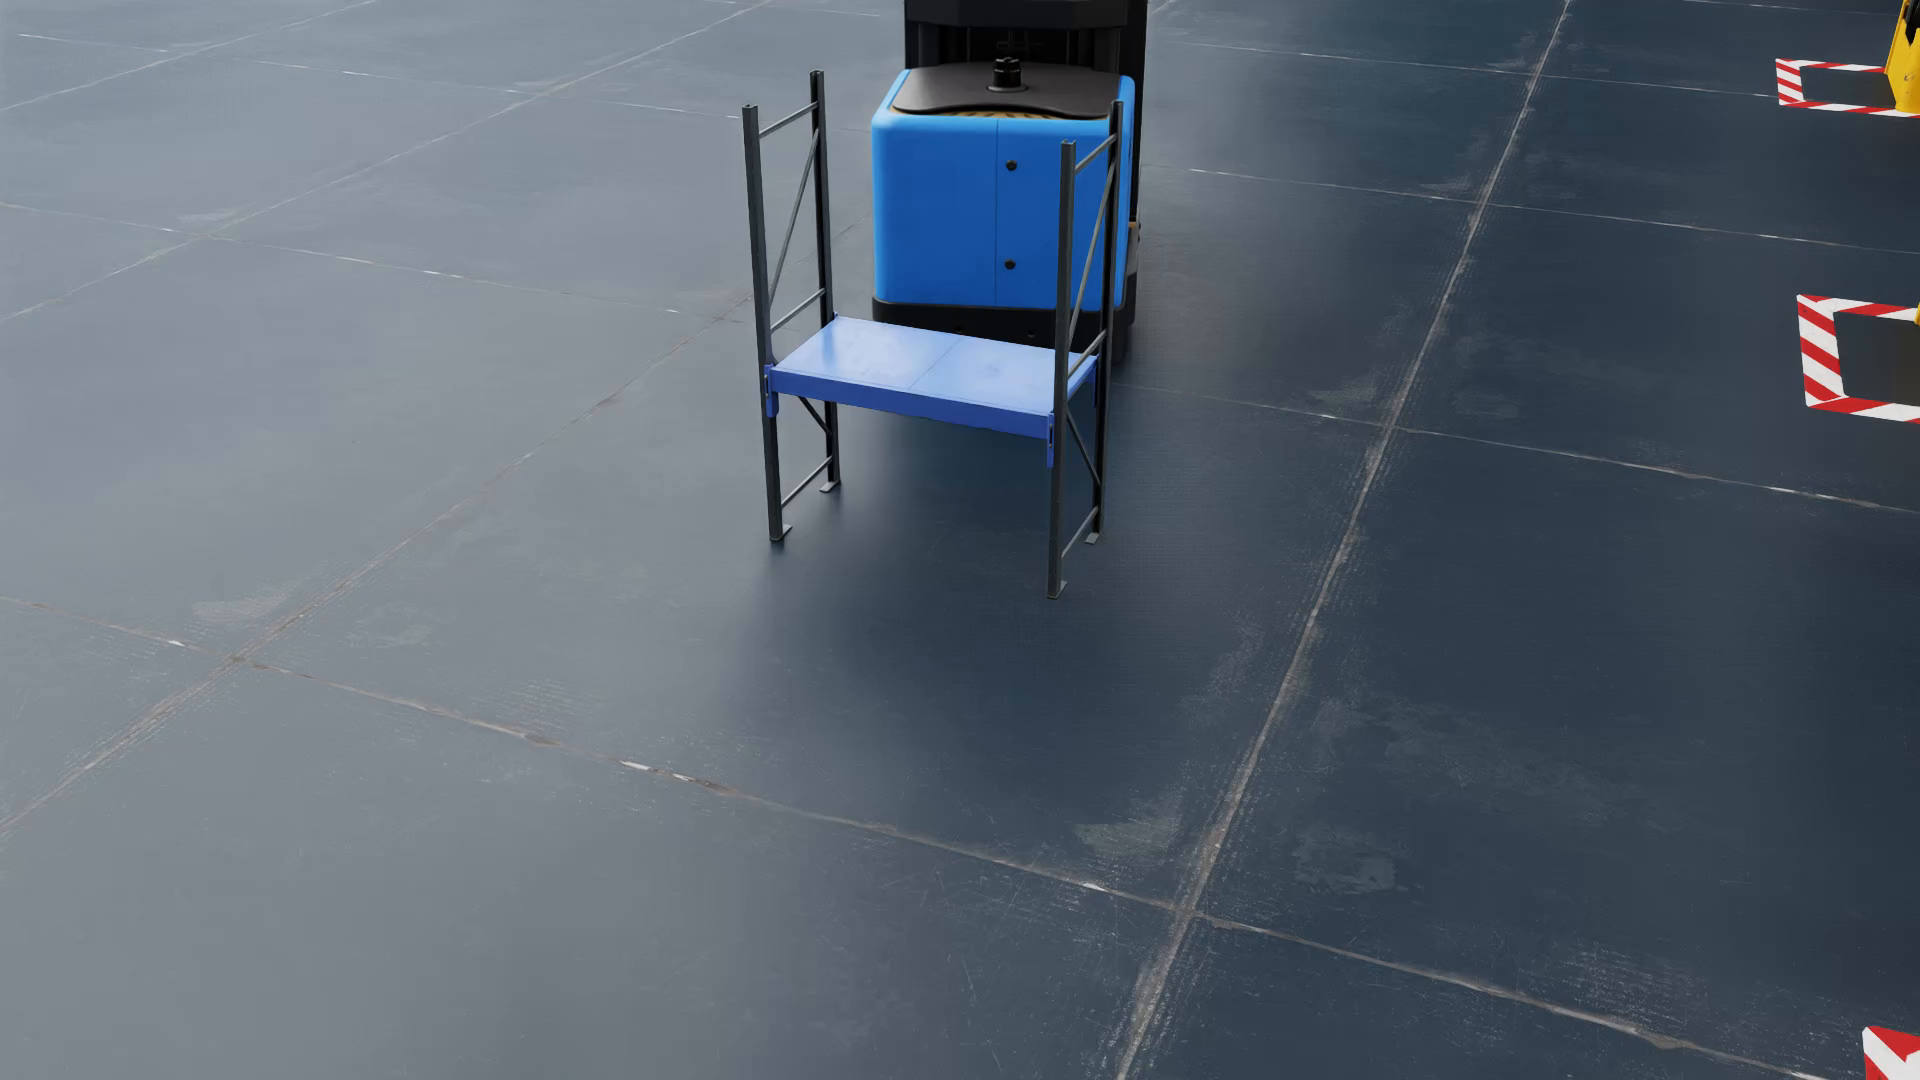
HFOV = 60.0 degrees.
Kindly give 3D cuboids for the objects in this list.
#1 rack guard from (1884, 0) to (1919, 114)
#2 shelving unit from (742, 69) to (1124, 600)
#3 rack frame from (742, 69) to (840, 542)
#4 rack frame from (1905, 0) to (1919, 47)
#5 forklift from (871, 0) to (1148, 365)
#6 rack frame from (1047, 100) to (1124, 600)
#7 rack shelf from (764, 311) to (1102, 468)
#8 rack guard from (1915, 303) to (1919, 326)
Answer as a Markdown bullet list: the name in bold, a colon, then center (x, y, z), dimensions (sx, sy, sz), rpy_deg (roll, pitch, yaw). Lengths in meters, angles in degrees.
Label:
- **rack guard**: center (6.328, -3.169, 10.849), dimensions (0.348, 0.500, 1.175), rpy_deg (11, 31, 19)
- **shelving unit**: center (-0.079, -0.669, 5.409), dimensions (1.048, 1.500, 0.538), rpy_deg (11, 31, 19)
- **rack frame**: center (-0.550, -0.763, 5.575), dimensions (0.032, 1.500, 0.500), rpy_deg (11, 31, 19)
- **rack frame**: center (6.258, -4.272, 10.259), dimensions (0.127, 3.000, 1.000), rpy_deg (11, 31, 19)
- **forklift**: center (0.324, -2.693, 7.535), dimensions (1.130, 2.935, 3.031), rpy_deg (3, 30, 6)
- **rack frame**: center (0.392, -0.575, 5.242), dimensions (0.032, 1.500, 0.500), rpy_deg (11, 31, 19)
- **rack shelf**: center (-0.079, -0.512, 5.497), dimensions (1.000, 0.185, 0.538), rpy_deg (11, 31, 19)
- **rack guard**: center (4.277, -0.945, 6.914), dimensions (0.348, 0.500, 1.175), rpy_deg (11, 31, 19)
